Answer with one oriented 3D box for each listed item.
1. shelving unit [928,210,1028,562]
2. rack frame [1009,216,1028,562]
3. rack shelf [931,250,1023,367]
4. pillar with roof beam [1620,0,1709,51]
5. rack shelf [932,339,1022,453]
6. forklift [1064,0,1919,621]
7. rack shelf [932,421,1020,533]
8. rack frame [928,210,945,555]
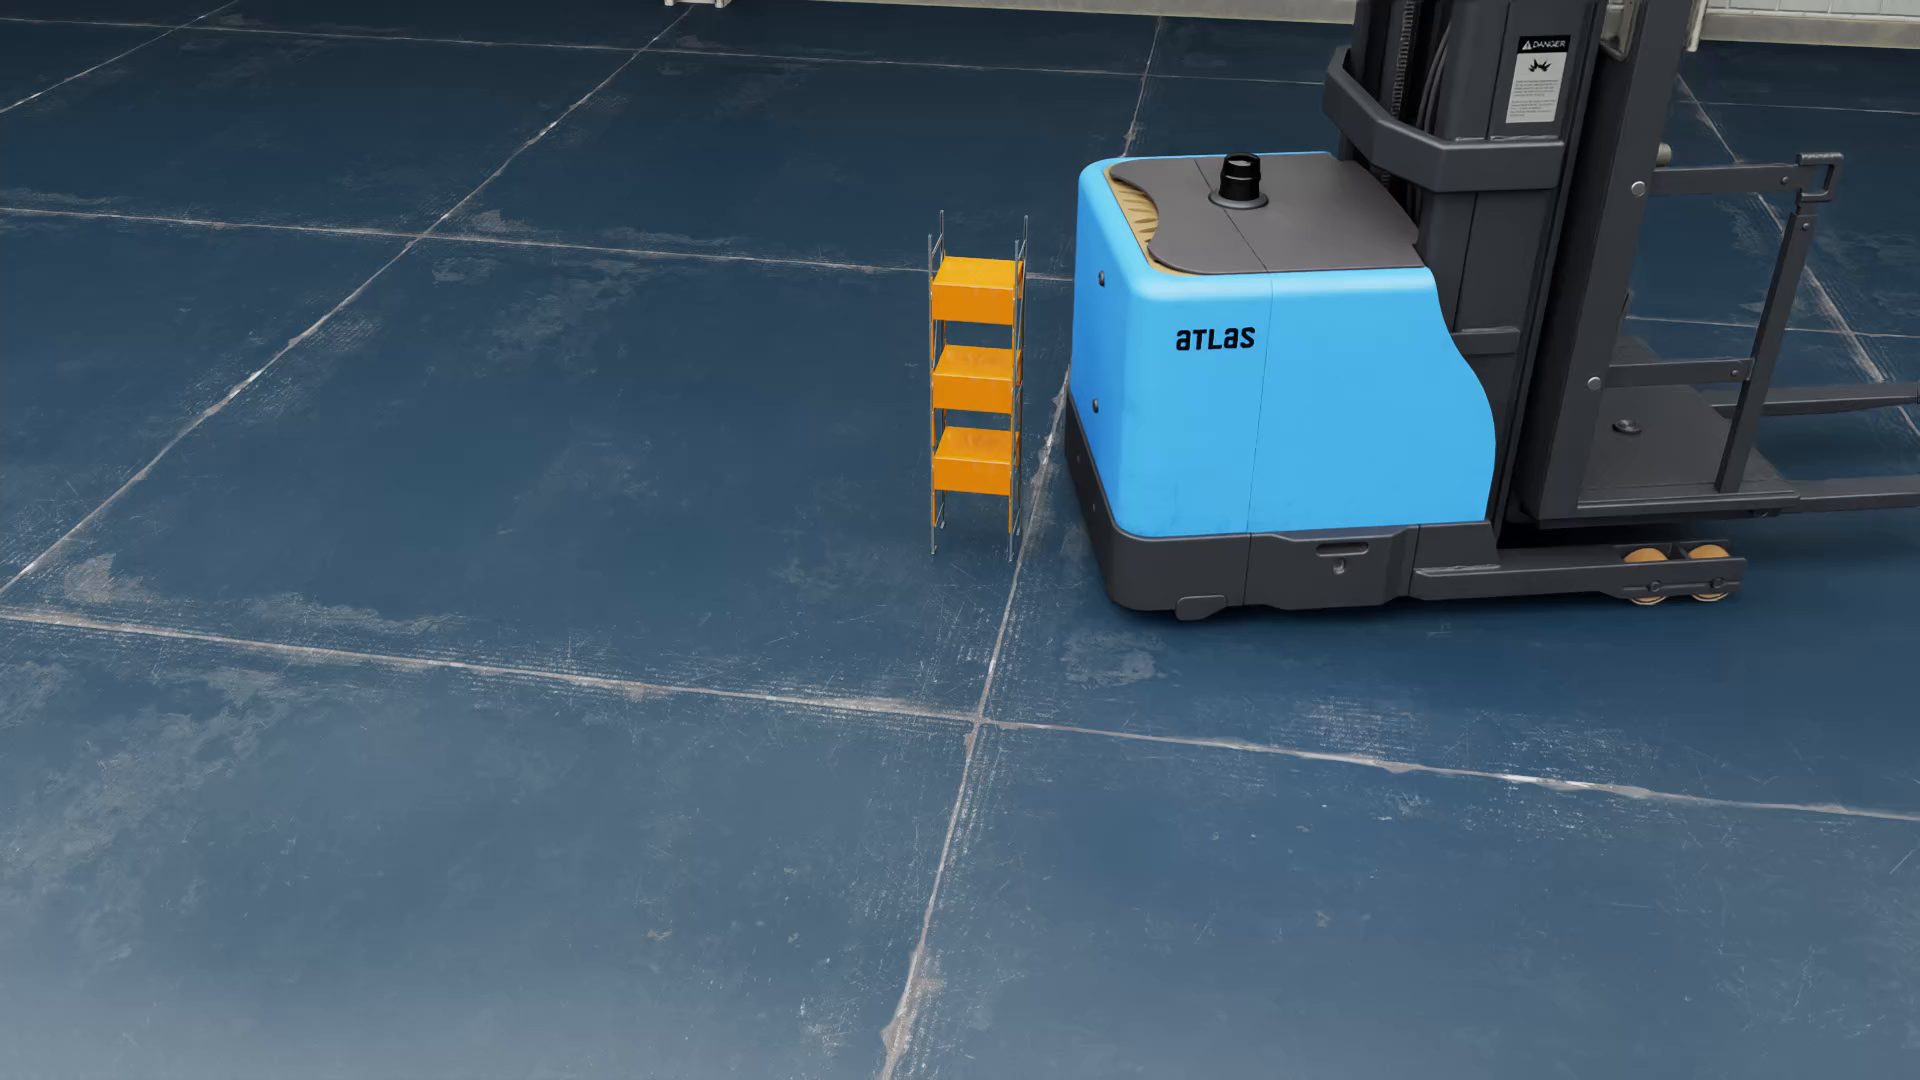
[{"bbox_3d":[0.053,-0.440,4.964,0.252,1.050,0.215,5,32,8],"label":"shelving unit"},{"bbox_3d":[0.173,-0.429,4.946,0.008,1.050,0.200,5,32,8],"label":"rack frame"},{"bbox_3d":[0.053,-0.672,4.819,0.240,0.259,0.215,5,32,8],"label":"rack shelf"},{"bbox_3d":[3.491,-4.568,4.066,0.400,9.000,9.100,5,32,8],"label":"pillar with roof beam"},{"bbox_3d":[0.053,-0.431,4.969,0.240,0.259,0.215,5,32,8],"label":"rack shelf"},{"bbox_3d":[1.899,-1.327,4.607,3.031,2.935,1.130,-3,32,-5],"label":"forklift"},{"bbox_3d":[0.053,-0.196,5.117,0.240,0.259,0.215,5,32,8],"label":"rack shelf"},{"bbox_3d":[-0.068,-0.451,4.981,0.008,1.050,0.200,5,32,8],"label":"rack frame"}]
